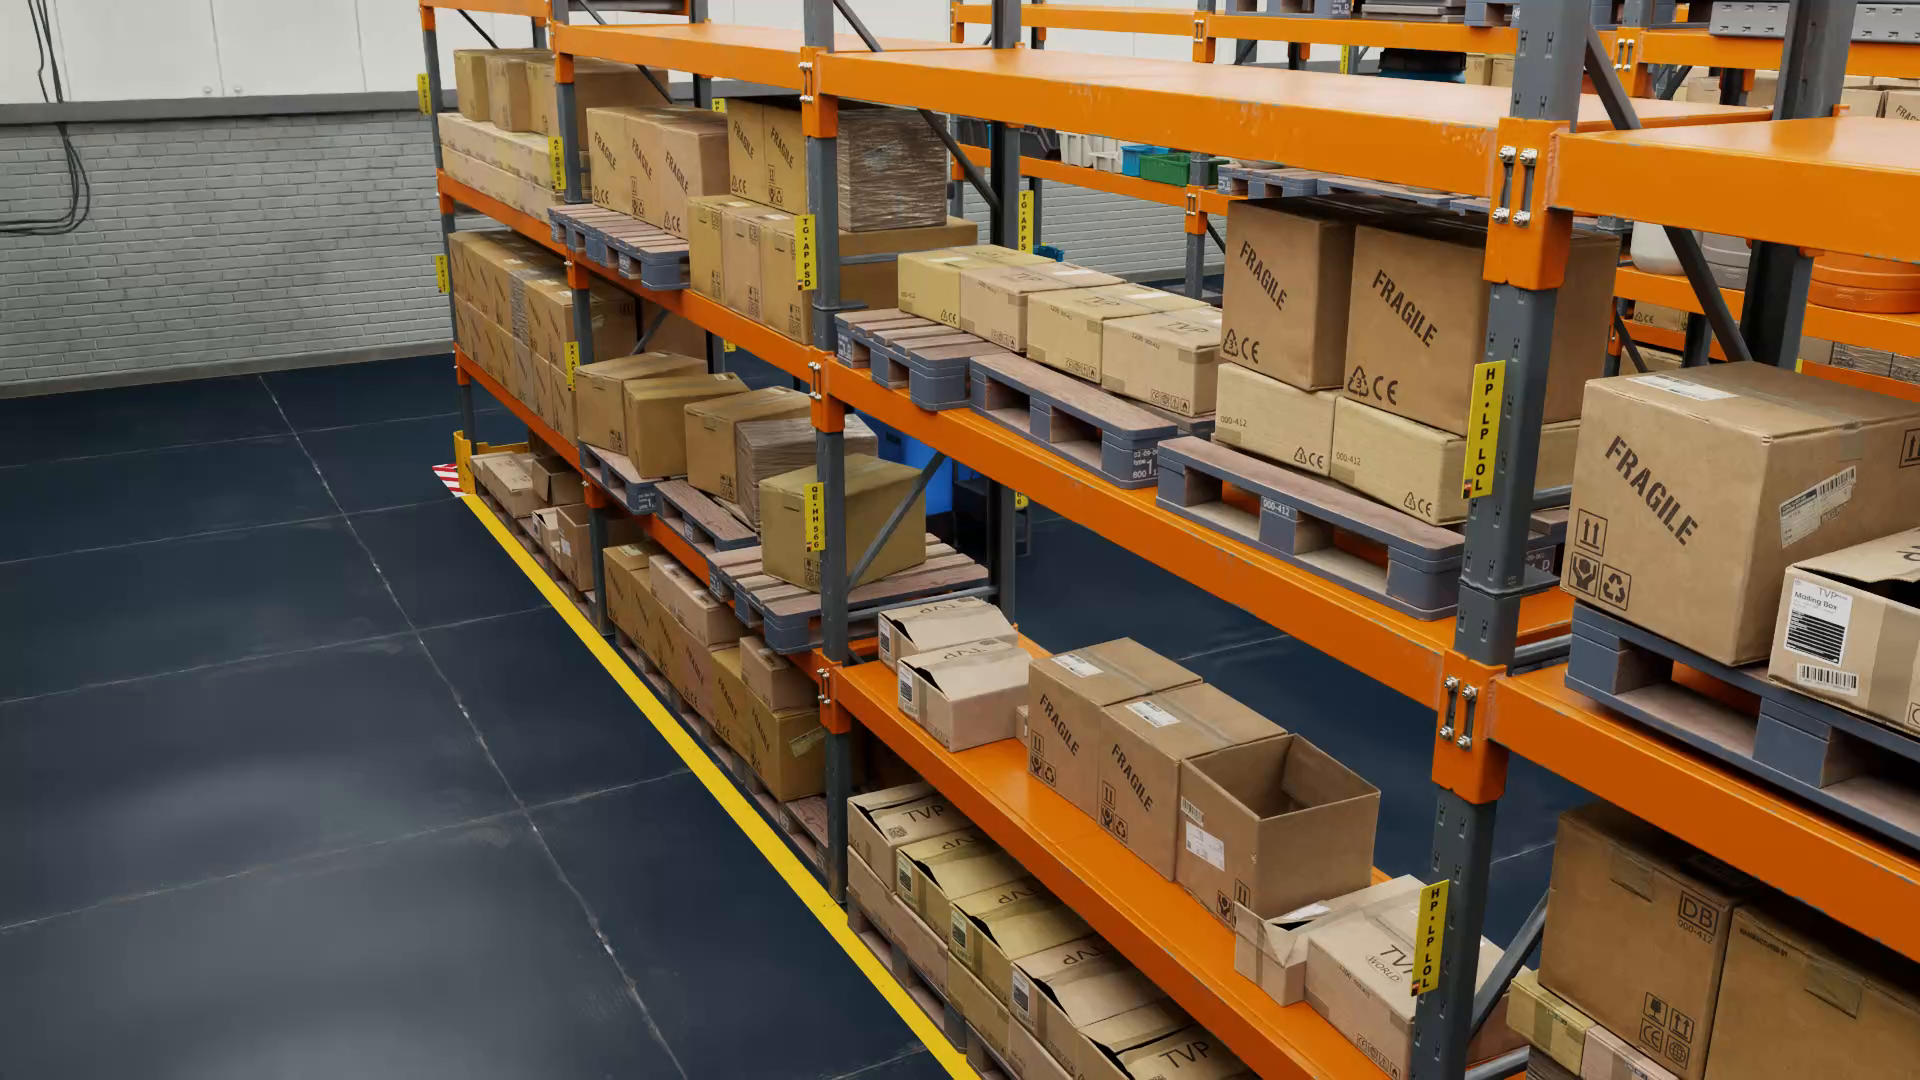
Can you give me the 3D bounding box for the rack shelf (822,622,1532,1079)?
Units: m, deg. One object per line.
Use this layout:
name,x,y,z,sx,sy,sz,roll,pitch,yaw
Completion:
rack shelf,0.755,1.233,6.564,1.077,0.370,4.000,-10,21,-27

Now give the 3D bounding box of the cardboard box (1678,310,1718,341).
cardboard box,6.864,-2.096,14.952,0.500,0.500,0.500,-10,21,-27

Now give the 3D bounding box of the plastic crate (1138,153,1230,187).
plastic crate,1.800,-2.989,13.420,0.450,0.188,0.662,-10,21,-27

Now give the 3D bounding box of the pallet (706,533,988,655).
pallet,-0.578,0.225,8.674,1.213,0.211,1.003,-10,21,-27

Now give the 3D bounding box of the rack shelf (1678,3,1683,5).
rack shelf,10.089,-6.171,18.827,1.077,0.370,4.000,-10,21,-27

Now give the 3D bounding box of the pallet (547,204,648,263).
pallet,-1.846,-1.961,10.405,1.213,0.211,1.003,-10,21,-27

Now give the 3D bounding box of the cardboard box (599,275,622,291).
cardboard box,-2.316,-1.677,12.206,0.500,0.500,0.500,-11,22,-28

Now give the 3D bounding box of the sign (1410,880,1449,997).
sign,1.232,1.044,4.355,0.100,0.325,0.005,-10,21,-27

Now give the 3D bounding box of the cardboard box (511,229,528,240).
cardboard box,-3.540,-2.413,14.339,0.500,0.500,0.500,-10,22,-27

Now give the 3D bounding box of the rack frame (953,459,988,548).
rack frame,0.112,-0.963,13.203,0.400,2.100,0.015,-13,23,-33

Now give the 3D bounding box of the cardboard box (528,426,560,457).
cardboard box,-3.519,-0.887,14.760,0.500,0.500,0.500,-10,21,-27

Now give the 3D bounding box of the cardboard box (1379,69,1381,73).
cardboard box,5.021,-5.081,18.210,0.700,0.500,0.500,-11,22,-30

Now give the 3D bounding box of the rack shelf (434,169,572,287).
rack shelf,-3.044,-2.482,12.730,1.077,0.370,4.000,-10,21,-27

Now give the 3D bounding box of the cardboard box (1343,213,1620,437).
cardboard box,1.447,-0.617,4.658,0.500,0.500,0.500,-10,21,-26

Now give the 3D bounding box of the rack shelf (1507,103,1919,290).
rack shelf,2.655,-0.266,2.322,1.077,0.370,4.000,-10,21,-27

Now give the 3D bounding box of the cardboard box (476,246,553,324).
cardboard box,-3.527,-2.037,13.249,0.500,0.500,0.500,-10,21,-26

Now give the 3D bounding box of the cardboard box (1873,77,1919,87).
cardboard box,10.359,-4.930,18.185,0.500,0.250,0.500,-11,22,-29

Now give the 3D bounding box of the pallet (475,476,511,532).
pallet,-3.578,-0.409,14.494,1.003,0.211,1.213,-10,21,-27

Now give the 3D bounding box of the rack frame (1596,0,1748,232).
rack frame,4.166,-3.284,9.352,1.000,3.000,0.127,-10,21,-27

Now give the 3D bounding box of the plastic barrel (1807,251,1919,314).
plastic barrel,4.676,-1.612,8.446,0.600,0.830,0.708,-10,21,-27

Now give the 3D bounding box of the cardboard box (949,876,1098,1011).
cardboard box,0.293,1.647,6.972,0.500,0.311,0.500,-11,22,-28

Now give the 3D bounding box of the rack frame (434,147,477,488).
rack frame,-3.994,-1.978,14.765,1.000,3.000,0.127,-10,21,-27

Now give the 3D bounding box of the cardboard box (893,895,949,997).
cardboard box,0.035,1.760,7.505,0.500,0.250,0.500,-11,22,-28

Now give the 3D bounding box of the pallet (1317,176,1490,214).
pallet,3.266,-2.390,11.649,1.003,0.211,1.213,-10,21,-27

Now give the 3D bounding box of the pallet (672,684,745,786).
pallet,-1.091,1.067,10.217,1.003,0.211,1.213,-10,21,-27

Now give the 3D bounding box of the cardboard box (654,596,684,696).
cardboard box,-1.585,0.616,10.404,0.500,0.500,0.500,-10,21,-26

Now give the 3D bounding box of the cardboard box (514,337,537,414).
cardboard box,-3.049,-1.276,12.577,0.500,0.500,0.500,-9,21,-25

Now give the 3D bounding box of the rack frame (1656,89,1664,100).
rack frame,9.139,-4.251,21.351,1.000,3.000,0.127,-10,21,-27

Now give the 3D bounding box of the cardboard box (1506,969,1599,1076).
cardboard box,1.662,1.220,4.350,0.380,0.149,0.250,-10,21,-27

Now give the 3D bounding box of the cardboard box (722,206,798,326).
cardboard box,-0.674,-1.413,8.377,0.910,0.500,0.500,-10,21,-27

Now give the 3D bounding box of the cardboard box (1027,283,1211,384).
cardboard box,0.597,-0.792,6.316,0.500,0.250,0.500,-10,22,-28

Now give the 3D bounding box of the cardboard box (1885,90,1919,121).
cardboard box,7.685,-3.277,13.133,0.500,0.500,0.500,-9,21,-24

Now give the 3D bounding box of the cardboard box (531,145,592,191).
cardboard box,-2.564,-2.511,11.174,0.500,0.250,0.500,-10,21,-27

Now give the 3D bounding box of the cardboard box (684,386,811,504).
cardboard box,-1.201,-0.578,9.911,0.700,0.500,0.500,-17,25,-40

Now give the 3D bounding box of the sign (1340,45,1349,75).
sign,4.235,-5.296,18.320,0.100,0.325,0.005,-10,21,-27

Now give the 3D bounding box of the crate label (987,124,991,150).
crate label,0.521,-3.777,15.608,0.408,0.251,0.502,-10,21,-27

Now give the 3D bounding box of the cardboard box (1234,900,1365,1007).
cardboard box,1.126,1.306,5.453,0.396,0.266,0.258,-11,22,-28

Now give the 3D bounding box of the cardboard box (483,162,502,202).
cardboard box,-3.265,-2.707,12.509,0.500,0.250,0.500,-10,21,-27

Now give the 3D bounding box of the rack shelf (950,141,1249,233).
rack shelf,1.317,-3.248,14.950,1.077,0.370,4.000,-10,21,-27

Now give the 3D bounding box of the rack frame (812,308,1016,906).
rack frame,-0.195,0.318,8.110,1.000,3.000,0.127,-10,21,-27

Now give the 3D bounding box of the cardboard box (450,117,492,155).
cardboard box,-3.747,-3.229,13.256,0.500,0.250,0.500,-10,21,-27

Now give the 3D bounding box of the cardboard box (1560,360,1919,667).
cardboard box,1.712,-0.078,3.648,0.500,0.500,0.500,-8,21,-22

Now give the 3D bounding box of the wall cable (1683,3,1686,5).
wall cable,13.631,-10.026,28.833,2.988,3.039,0.133,-10,21,-27

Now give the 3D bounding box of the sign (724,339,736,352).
sign,-1.607,-1.464,11.501,0.100,0.325,0.005,-10,21,-27

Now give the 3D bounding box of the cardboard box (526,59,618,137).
cardboard box,-2.714,-3.209,12.049,0.700,0.500,0.500,-10,21,-27

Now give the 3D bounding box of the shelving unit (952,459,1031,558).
shelving unit,0.252,-0.898,13.014,0.431,2.100,0.503,-13,23,-33

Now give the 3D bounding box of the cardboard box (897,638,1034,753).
cardboard box,0.060,0.647,7.294,0.500,0.311,0.500,-10,22,-27

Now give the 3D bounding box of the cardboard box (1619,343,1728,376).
cardboard box,6.947,-1.377,15.636,1.225,0.875,0.875,-10,21,-26

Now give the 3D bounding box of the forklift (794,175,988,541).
forklift,-0.840,-1.750,14.209,1.130,2.935,3.031,-13,23,-33

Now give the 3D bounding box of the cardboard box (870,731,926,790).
cardboard box,-0.159,1.117,8.953,0.500,0.500,0.500,-9,21,-24

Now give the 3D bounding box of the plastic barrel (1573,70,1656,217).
plastic barrel,3.899,-2.431,10.176,0.600,0.830,0.708,-10,21,-27

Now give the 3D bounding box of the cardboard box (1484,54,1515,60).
cardboard box,5.677,-4.996,16.811,0.500,0.250,0.500,-11,22,-28

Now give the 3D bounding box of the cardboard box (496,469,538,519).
cardboard box,-3.510,-0.399,13.731,0.500,0.250,0.500,-10,21,-27
